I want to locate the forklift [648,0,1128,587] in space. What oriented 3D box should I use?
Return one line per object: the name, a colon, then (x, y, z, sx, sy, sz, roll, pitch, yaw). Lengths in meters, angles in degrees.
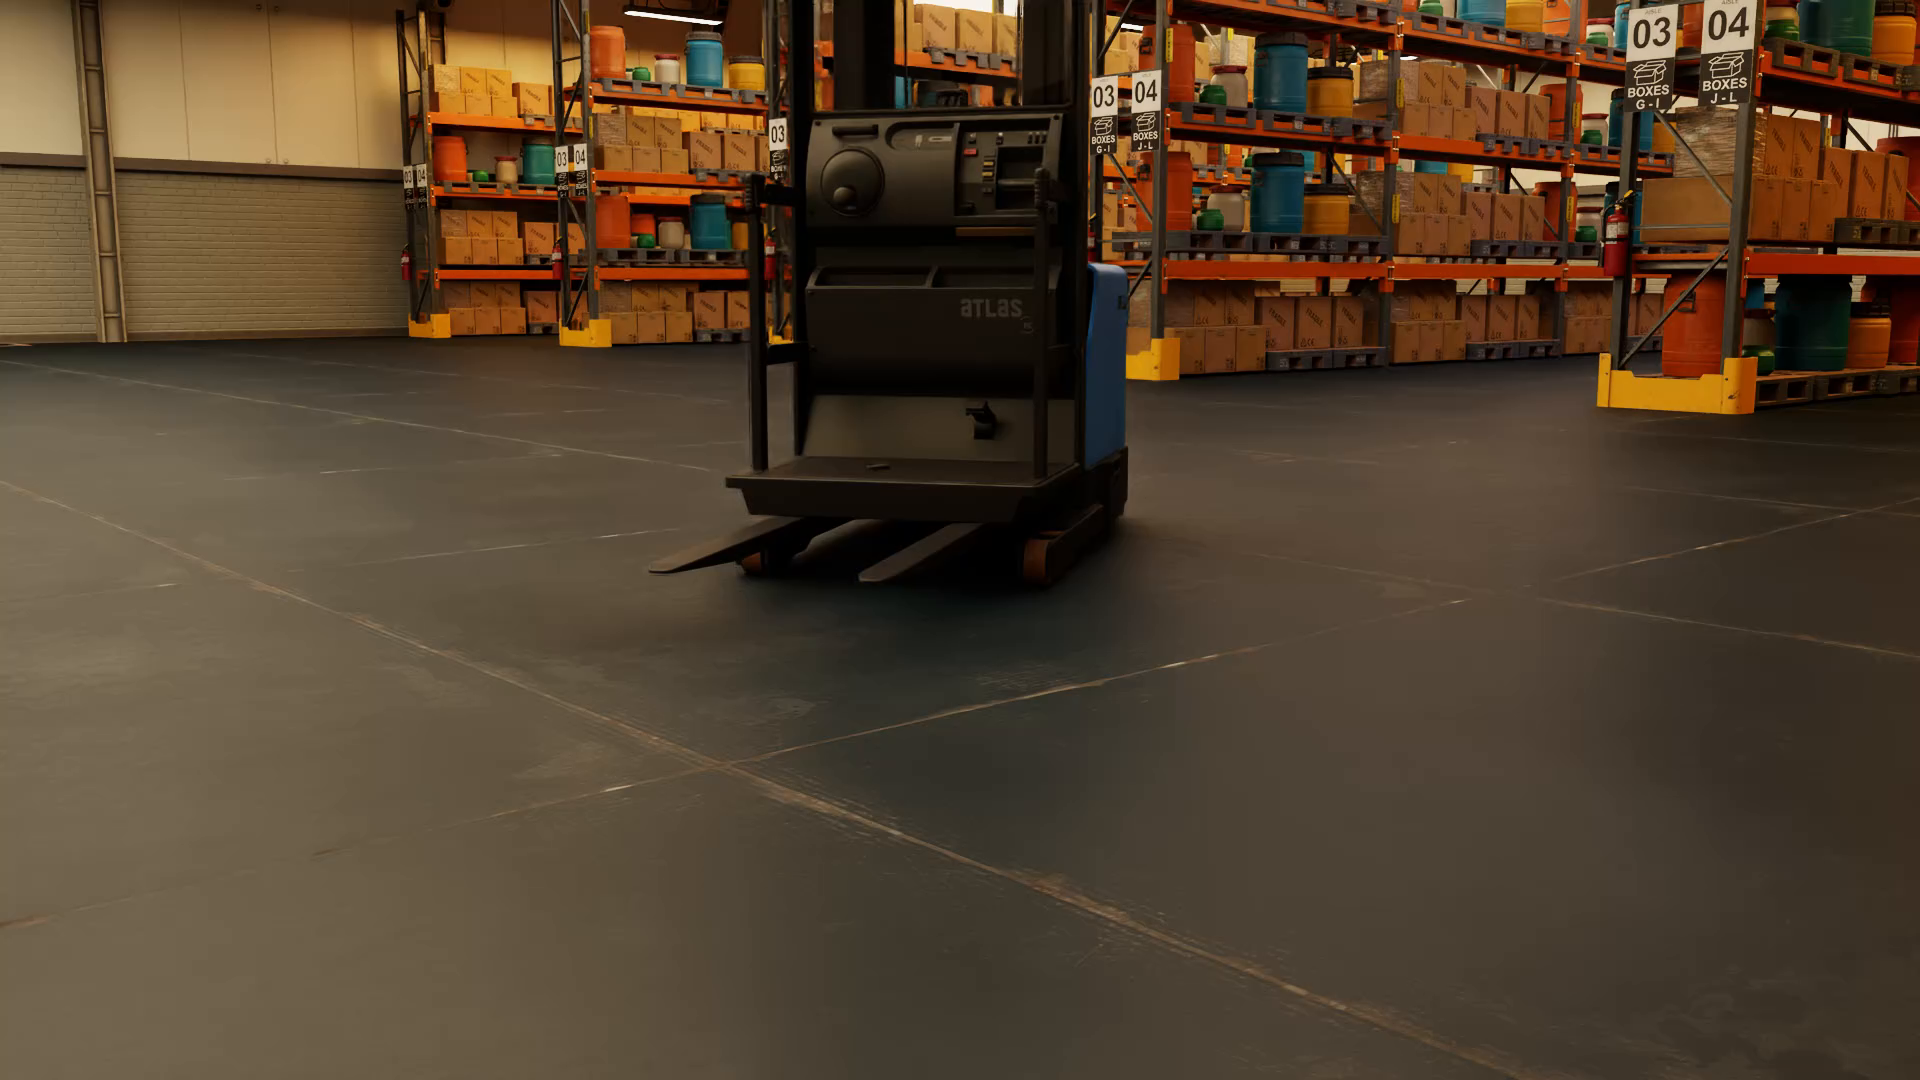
forklift: (-0.147, -1.356, 5.718, 1.130, 2.935, 3.031, 2, 9, 14)
